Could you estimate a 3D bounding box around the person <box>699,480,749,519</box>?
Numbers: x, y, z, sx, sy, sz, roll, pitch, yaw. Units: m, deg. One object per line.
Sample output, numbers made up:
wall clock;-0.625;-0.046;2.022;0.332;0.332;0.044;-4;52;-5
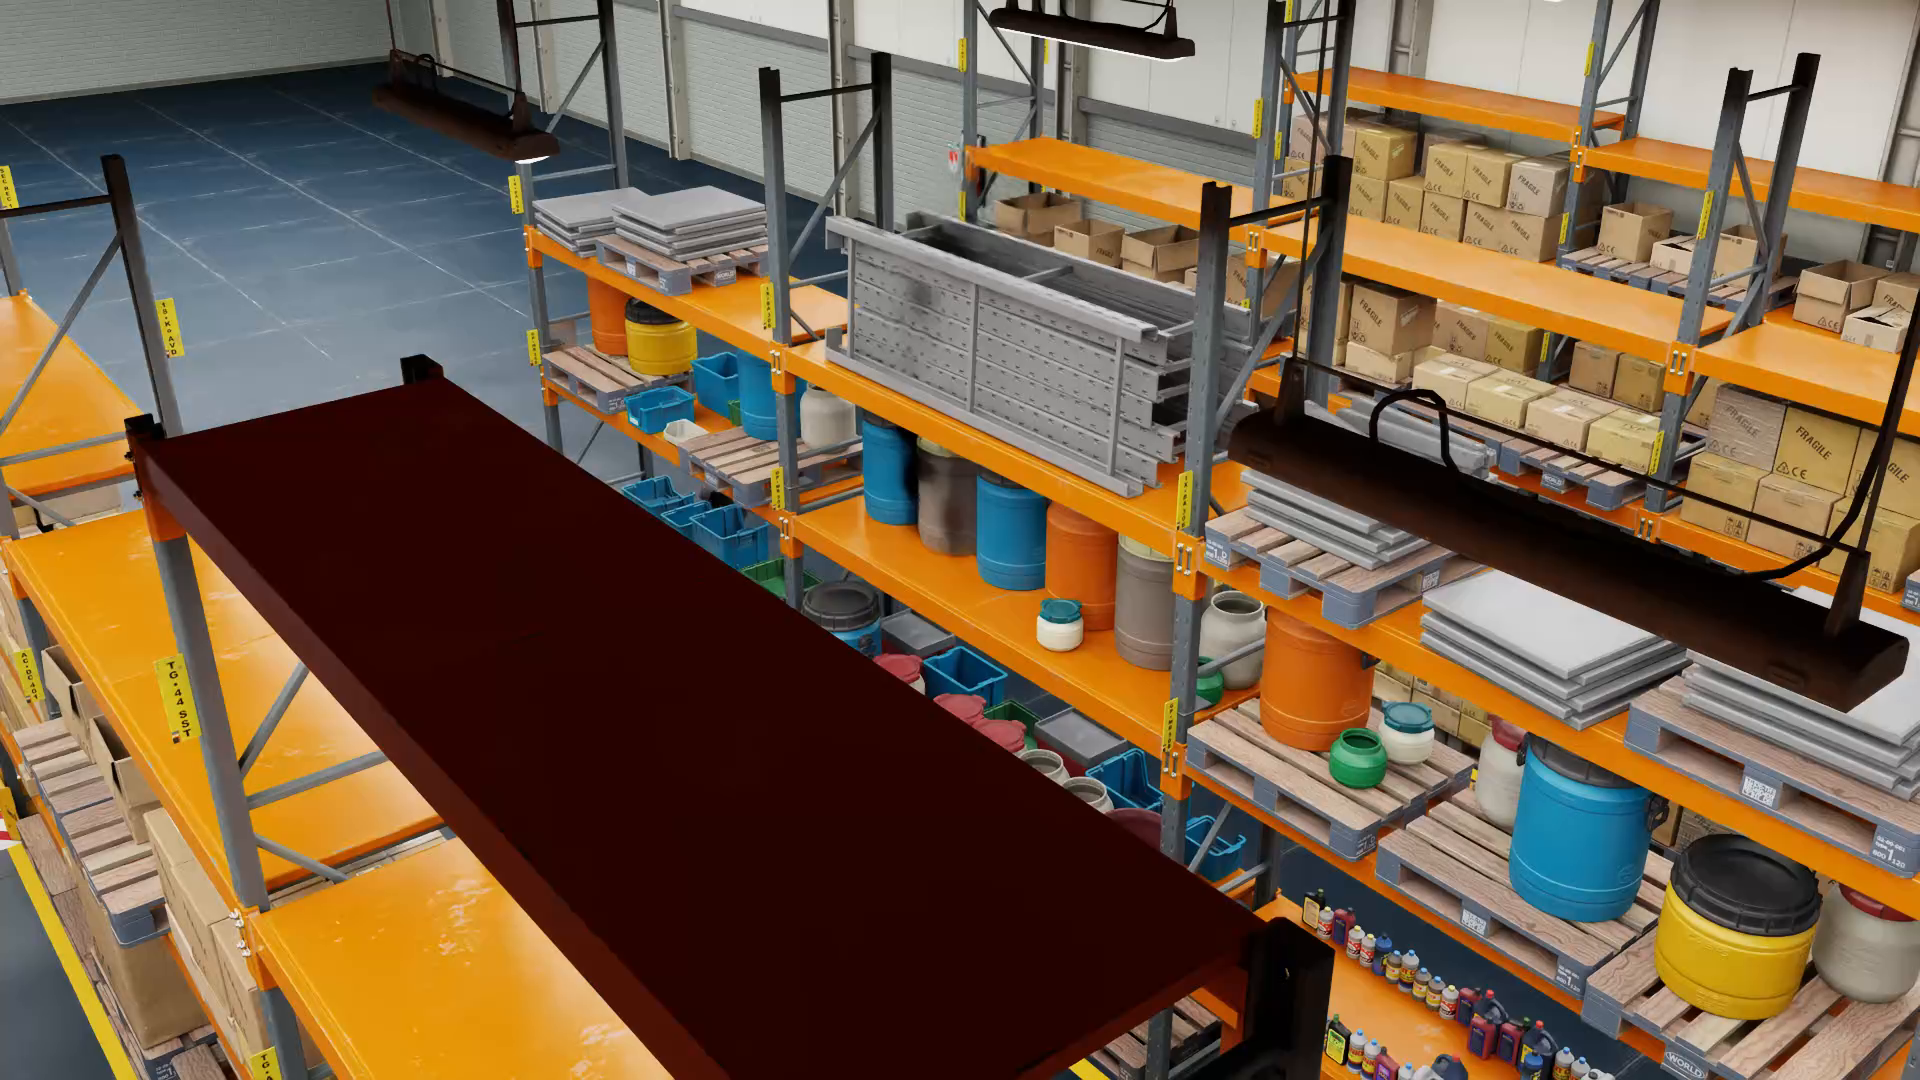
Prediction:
person;-2.332;-0.254;16.859;0.877;1.758;0.664;20;32;35
